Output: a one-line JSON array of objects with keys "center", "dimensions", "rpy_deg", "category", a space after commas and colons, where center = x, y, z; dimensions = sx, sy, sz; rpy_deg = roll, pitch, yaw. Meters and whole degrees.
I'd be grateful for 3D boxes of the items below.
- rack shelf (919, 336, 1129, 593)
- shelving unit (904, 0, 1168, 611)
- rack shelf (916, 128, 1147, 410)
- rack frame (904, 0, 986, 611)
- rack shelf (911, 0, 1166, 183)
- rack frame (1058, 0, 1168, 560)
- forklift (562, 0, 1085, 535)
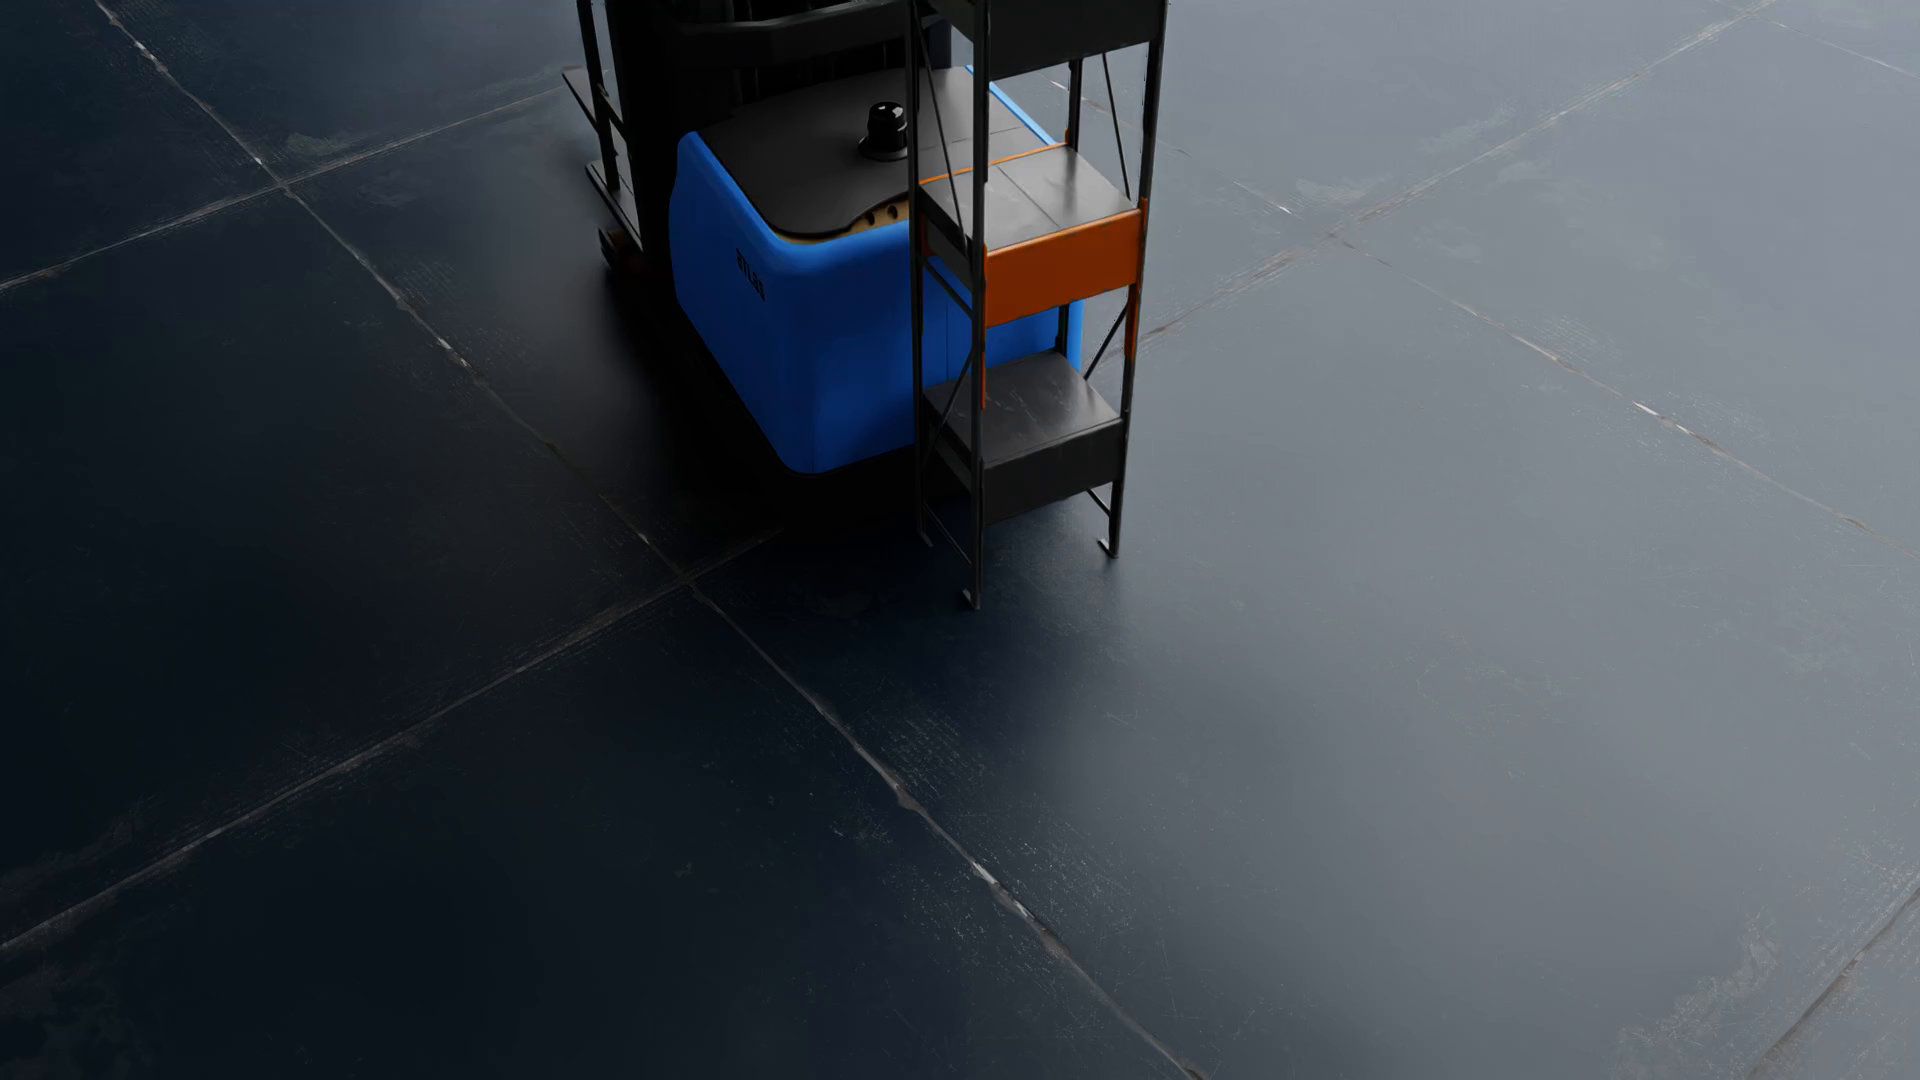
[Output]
[{"center": [0.178, -0.230, 5.004], "dimensions": [0.480, 0.518, 0.431], "rpy_deg": [-20, 47, -20], "category": "rack shelf"}, {"center": [0.178, -0.751, 4.515], "dimensions": [0.503, 2.100, 0.431], "rpy_deg": [-20, 47, -20], "category": "shelving unit"}, {"center": [0.178, -0.741, 4.525], "dimensions": [0.480, 0.518, 0.431], "rpy_deg": [-20, 47, -20], "category": "rack shelf"}, {"center": [-0.039, -0.673, 4.433], "dimensions": [0.015, 2.100, 0.400], "rpy_deg": [-20, 47, -20], "category": "rack frame"}, {"center": [0.178, -1.251, 4.046], "dimensions": [0.480, 0.518, 0.431], "rpy_deg": [-20, 47, -20], "category": "rack shelf"}, {"center": [0.394, -0.828, 4.598], "dimensions": [0.015, 2.100, 0.400], "rpy_deg": [-20, 47, -20], "category": "rack frame"}, {"center": [-0.710, -2.092, 5.337], "dimensions": [1.130, 2.935, 3.031], "rpy_deg": [-19, 46, -19], "category": "forklift"}]
